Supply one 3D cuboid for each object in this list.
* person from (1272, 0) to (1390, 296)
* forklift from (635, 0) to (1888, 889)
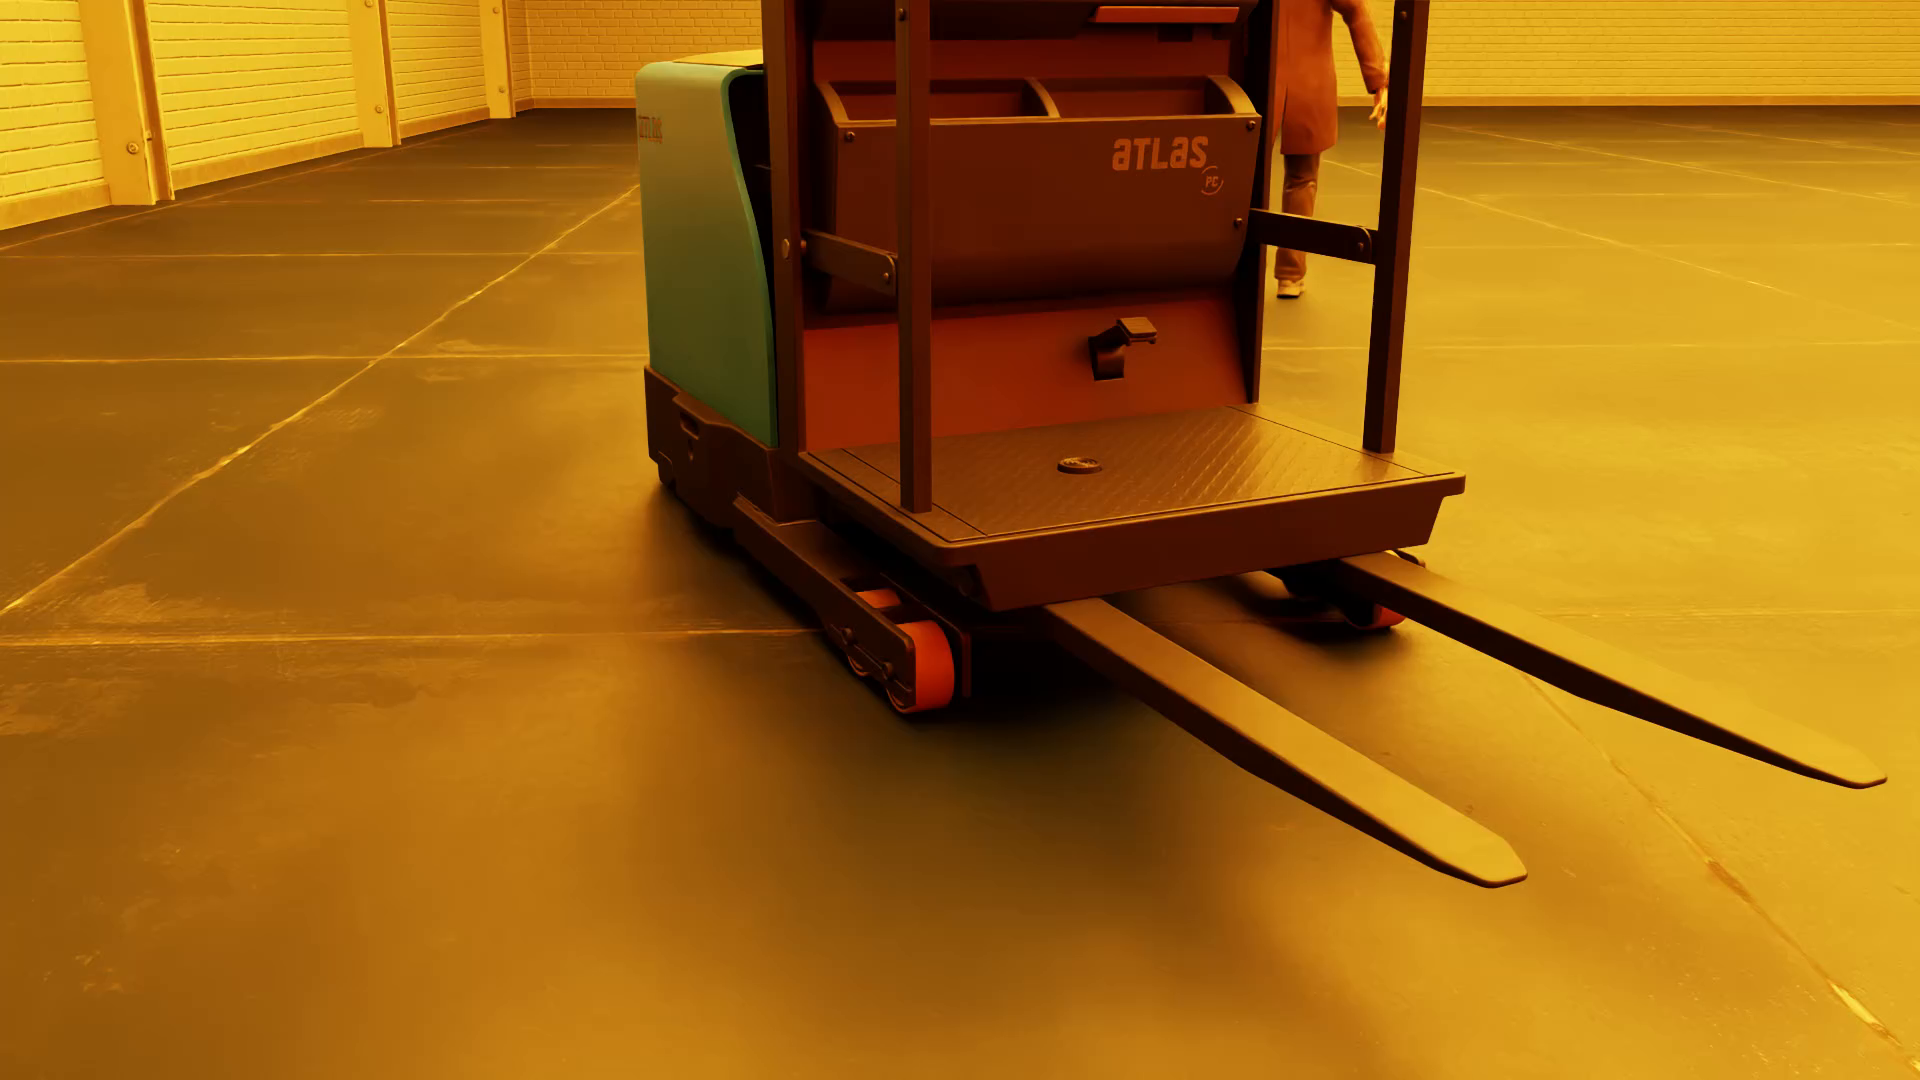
[{"bbox_3d":[1.405,-1.932,7.234,0.906,1.760,0.738,2,17,8],"label":"person"},{"bbox_3d":[0.258,-1.240,2.962,1.130,2.935,3.031,-8,19,-24],"label":"forklift"}]
